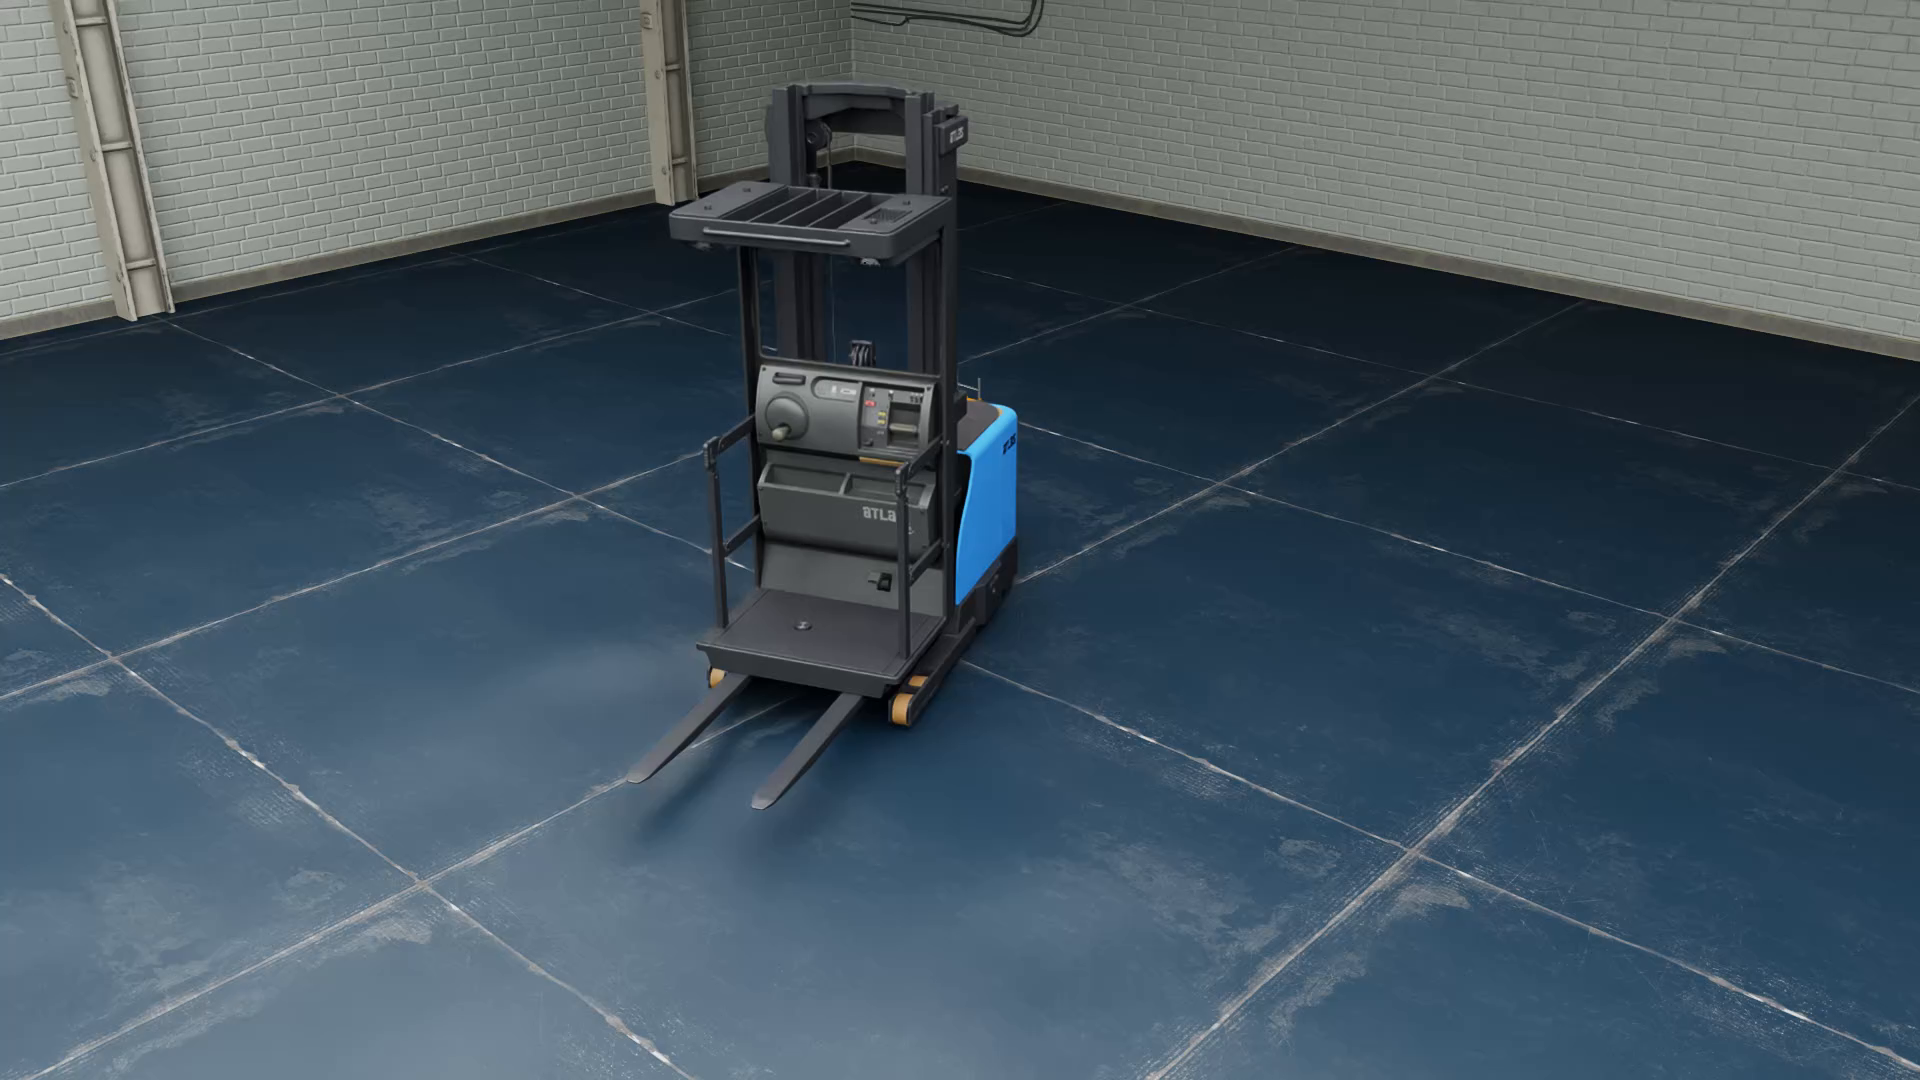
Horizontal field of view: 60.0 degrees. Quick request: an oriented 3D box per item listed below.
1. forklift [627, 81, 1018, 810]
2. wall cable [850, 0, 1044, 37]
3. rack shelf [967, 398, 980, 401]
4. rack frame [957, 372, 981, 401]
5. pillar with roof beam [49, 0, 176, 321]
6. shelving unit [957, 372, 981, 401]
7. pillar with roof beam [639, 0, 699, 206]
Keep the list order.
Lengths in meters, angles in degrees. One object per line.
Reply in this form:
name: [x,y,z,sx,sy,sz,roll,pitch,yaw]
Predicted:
forklift: [-0.644,-0.607,8.022,1.130,2.935,3.031,8,25,18]
wall cable: [-0.255,-7.063,18.798,3.097,2.526,0.112,20,31,38]
rack shelf: [-0.036,-0.712,9.887,0.215,0.259,0.240,20,31,38]
rack frame: [0.046,-0.500,10.082,0.200,1.050,0.008,20,31,38]
pillar with roof beam: [-4.004,-4.940,10.268,9.100,9.000,0.400,20,31,38]
shelving unit: [-0.036,-0.463,9.999,0.215,1.050,0.252,20,31,38]
pillar with roof beam: [0.000,-6.768,14.345,9.100,9.000,0.400,20,31,38]
